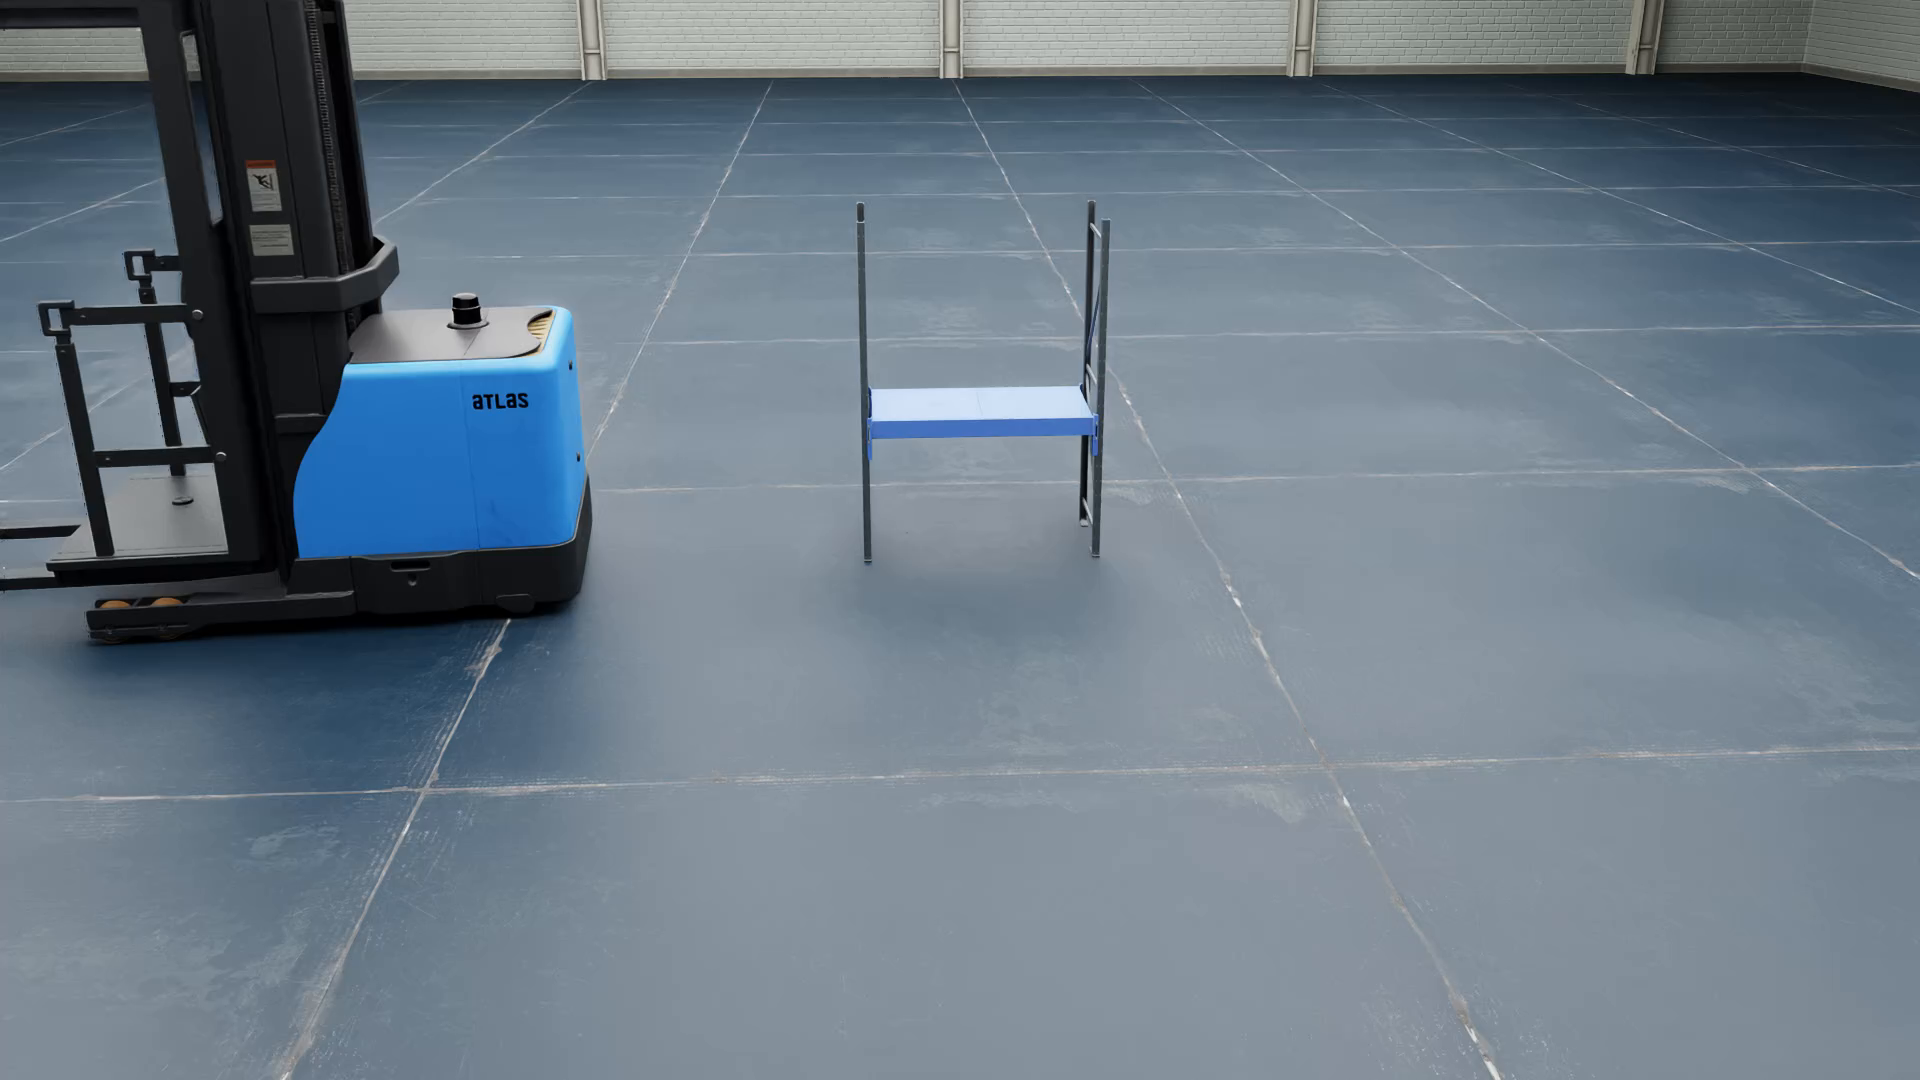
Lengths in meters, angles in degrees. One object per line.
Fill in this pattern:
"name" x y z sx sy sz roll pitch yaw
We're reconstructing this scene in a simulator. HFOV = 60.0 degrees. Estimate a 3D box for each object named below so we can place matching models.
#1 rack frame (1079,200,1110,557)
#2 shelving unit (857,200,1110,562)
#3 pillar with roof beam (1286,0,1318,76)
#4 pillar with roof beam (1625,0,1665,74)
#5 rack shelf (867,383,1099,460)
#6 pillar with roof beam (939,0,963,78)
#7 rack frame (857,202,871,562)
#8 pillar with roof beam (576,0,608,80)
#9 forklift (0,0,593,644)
"rack frame" 0.593 -0.713 7.386 0.032 1.500 0.500 -1 21 -3
"shelving unit" 0.085 -0.703 7.359 1.048 1.500 0.538 -1 21 -3
"pillar with roof beam" 6.084 -10.676 23.014 0.400 9.000 9.100 -1 21 -3
"pillar with roof beam" 12.075 -10.797 23.334 0.400 9.000 9.100 -1 21 -3
"rack shelf" 0.085 -0.535 7.423 1.000 0.185 0.538 -1 21 -3
"pillar with roof beam" 0.094 -10.554 22.694 0.400 9.000 9.100 -1 21 -3
"rack frame" -0.422 -0.692 7.332 0.032 1.500 0.500 -1 21 -3
"pillar with roof beam" -5.896 -10.432 22.374 0.400 9.000 9.100 -1 21 -3
"forklift" -3.127 -1.163 6.556 3.031 2.935 1.130 -3 21 -8
